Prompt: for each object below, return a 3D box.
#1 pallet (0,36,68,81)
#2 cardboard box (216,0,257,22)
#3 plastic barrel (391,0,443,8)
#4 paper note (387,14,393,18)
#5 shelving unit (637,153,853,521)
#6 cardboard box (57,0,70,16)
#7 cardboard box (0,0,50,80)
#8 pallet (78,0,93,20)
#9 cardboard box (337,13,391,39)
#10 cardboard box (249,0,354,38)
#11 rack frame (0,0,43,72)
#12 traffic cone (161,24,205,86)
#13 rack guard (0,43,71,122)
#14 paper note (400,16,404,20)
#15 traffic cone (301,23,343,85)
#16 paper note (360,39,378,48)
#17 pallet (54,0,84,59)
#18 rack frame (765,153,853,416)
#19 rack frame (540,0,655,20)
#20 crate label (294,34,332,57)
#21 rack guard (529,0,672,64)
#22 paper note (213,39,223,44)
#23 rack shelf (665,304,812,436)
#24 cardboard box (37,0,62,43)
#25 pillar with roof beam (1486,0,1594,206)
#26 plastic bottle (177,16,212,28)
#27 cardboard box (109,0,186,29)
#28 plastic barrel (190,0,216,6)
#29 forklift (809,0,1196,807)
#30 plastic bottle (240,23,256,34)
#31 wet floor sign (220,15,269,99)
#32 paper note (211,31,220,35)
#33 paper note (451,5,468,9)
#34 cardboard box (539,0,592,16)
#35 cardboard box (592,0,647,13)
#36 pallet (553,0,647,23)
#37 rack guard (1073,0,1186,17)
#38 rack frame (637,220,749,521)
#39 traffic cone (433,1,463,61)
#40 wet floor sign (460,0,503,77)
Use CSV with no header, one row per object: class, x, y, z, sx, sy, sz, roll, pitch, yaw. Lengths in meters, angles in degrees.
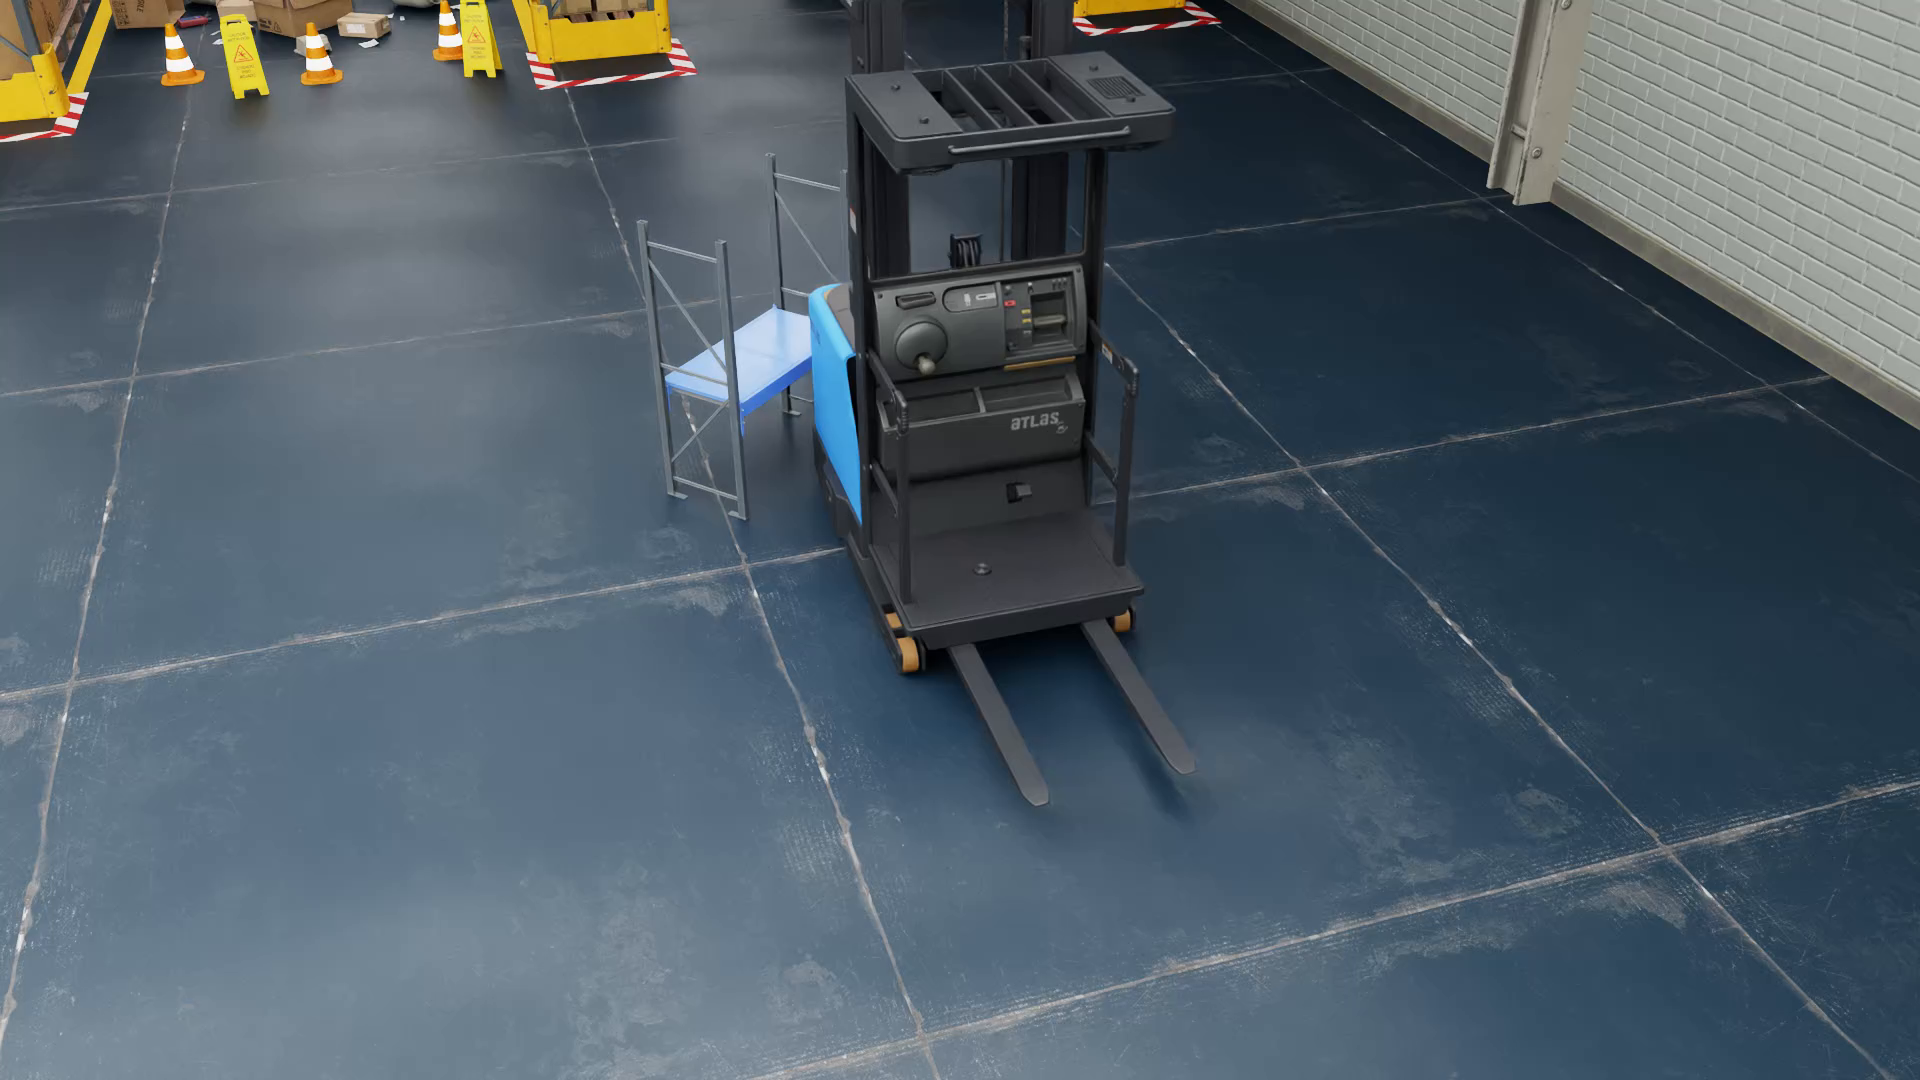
pallet,-8.149,-3.920,13.991,1.003,0.211,1.213,-10,35,-15
cardboard box,-6.772,-5.044,15.642,0.396,0.266,0.258,-4,34,-6
plastic barrel,-5.219,-5.317,15.913,0.512,0.421,0.421,13,36,18
paper note,-5.447,-4.952,15.726,0.148,0.019,0.142,1,33,2
shelving unit,-1.033,-1.042,8.467,0.538,1.500,1.048,18,37,25
cardboard box,-8.647,-5.251,15.022,0.875,0.875,0.875,-10,35,-14
cardboard box,-8.100,-4.311,13.599,0.875,0.875,0.875,-10,35,-14
pallet,-8.893,-5.201,15.930,1.003,0.211,1.213,-10,35,-15
cardboard box,-5.470,-4.721,15.260,0.380,0.149,0.250,7,34,10
cardboard box,-6.094,-5.017,15.386,0.637,0.503,0.797,19,38,26
rack frame,-7.830,-4.677,12.607,1.000,3.000,0.127,-10,35,-15
traffic cone,-6.640,-4.136,14.090,0.336,0.463,0.334,-10,35,-15
rack guard,-7.823,-3.621,13.277,1.175,0.500,0.348,-10,35,-15
paper note,-5.266,-4.925,15.694,0.032,0.001,0.123,-10,35,-15
traffic cone,-5.460,-4.148,14.107,0.336,0.463,0.334,-10,35,-15
paper note,-5.331,-4.485,15.010,0.148,0.019,0.142,-23,40,-31
pallet,-8.517,-4.559,14.959,1.003,0.211,1.213,-10,35,-15
rack frame,-0.775,-1.284,8.833,0.500,1.500,0.032,18,37,25
rack frame,-3.147,-5.562,13.947,1.000,3.000,0.127,-10,35,-15
crate label,-5.759,-4.414,14.806,0.298,0.136,0.250,27,42,34
rack guard,-3.170,-4.559,14.696,1.175,0.500,0.348,-10,35,-15
paper note,-6.679,-4.524,15.071,0.144,0.017,0.142,1,33,2
rack shelf,-1.033,-0.892,8.566,0.538,0.185,1.000,18,37,25
cardboard box,-8.371,-4.772,14.297,0.875,0.875,0.875,-11,35,-15
pillar with roof beam,-0.045,-5.545,8.479,9.100,9.000,0.400,-10,35,-15
plastic bottle,-7.146,-4.845,15.527,0.283,0.061,0.133,-23,40,-31
cardboard box,-7.600,-5.093,15.501,0.500,0.500,0.500,-4,34,-6
plastic barrel,-7.244,-5.364,15.984,0.512,0.421,0.421,13,36,18
forklift,0.158,-0.878,6.921,1.130,2.935,3.031,-10,35,-14
plastic bottle,-6.617,-4.727,15.348,0.133,0.061,0.283,-23,40,-31
wet floor sign,-5.936,-4.012,13.737,0.267,0.644,0.232,-16,37,-23
paper note,-6.849,-4.669,15.306,0.032,0.001,0.123,7,34,10
paper note,-4.811,-5.136,15.995,0.142,0.019,0.148,-23,40,-31
cardboard box,-3.657,-4.982,15.182,0.500,0.250,0.500,-10,35,-15
cardboard box,-3.130,-5.060,15.300,0.500,0.250,0.500,-10,35,-15
pallet,-3.384,-4.871,15.430,1.003,0.211,1.213,-10,35,-15
rack guard,1.586,-5.344,15.883,1.175,0.500,0.348,-10,35,-15
rack frame,-1.290,-0.801,8.101,0.500,1.500,0.032,18,37,25
traffic cone,-4.507,-4.513,14.660,0.336,0.463,0.334,-10,35,-15
wet floor sign,-4.108,-4.300,14.173,0.267,0.644,0.232,1,33,2
